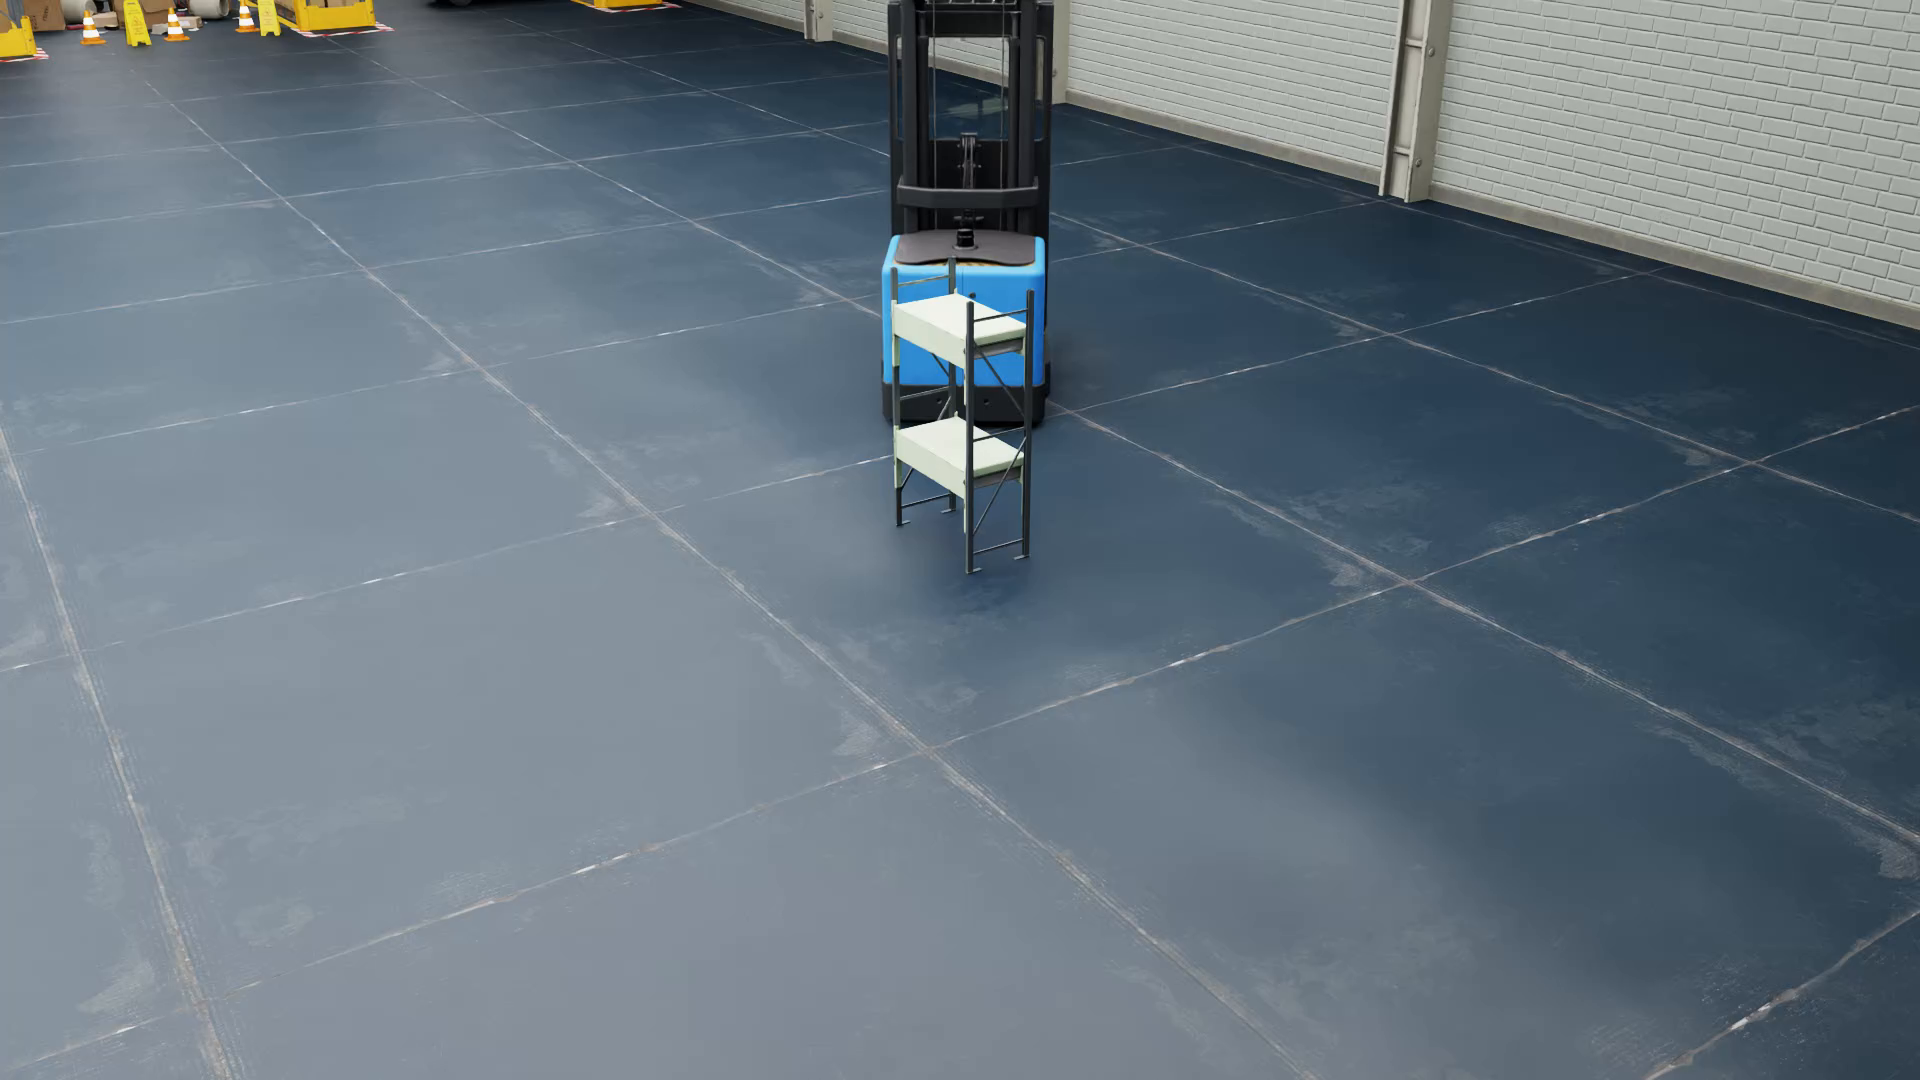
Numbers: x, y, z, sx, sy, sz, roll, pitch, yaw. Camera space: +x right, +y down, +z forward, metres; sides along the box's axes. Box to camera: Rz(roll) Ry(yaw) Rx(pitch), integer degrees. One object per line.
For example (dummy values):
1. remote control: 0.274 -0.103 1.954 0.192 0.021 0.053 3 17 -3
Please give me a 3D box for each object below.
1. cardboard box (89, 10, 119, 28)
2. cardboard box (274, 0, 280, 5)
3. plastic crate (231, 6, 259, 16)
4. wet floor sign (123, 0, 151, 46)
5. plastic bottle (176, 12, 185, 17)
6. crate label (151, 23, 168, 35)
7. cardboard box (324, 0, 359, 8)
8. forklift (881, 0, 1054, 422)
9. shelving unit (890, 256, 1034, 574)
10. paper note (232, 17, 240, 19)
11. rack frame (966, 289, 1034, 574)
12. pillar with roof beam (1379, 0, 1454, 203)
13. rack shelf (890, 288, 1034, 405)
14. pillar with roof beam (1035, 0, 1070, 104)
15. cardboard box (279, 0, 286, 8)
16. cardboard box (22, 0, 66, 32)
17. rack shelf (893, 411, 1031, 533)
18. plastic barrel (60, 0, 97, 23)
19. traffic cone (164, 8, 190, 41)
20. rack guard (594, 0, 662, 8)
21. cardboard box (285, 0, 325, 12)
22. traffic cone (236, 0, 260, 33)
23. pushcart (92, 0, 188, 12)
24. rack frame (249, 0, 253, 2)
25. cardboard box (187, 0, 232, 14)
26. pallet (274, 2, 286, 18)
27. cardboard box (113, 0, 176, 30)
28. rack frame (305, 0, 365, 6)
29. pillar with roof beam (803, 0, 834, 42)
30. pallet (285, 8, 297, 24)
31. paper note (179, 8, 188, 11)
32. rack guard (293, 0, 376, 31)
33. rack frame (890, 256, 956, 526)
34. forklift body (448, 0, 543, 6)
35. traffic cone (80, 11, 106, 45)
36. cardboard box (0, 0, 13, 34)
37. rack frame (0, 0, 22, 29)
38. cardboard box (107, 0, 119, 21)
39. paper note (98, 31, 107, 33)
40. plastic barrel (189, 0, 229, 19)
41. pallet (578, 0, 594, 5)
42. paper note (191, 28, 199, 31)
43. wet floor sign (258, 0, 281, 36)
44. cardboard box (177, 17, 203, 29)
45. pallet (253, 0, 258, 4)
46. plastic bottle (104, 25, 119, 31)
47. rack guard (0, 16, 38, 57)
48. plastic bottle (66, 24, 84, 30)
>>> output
1. cardboard box: -13.761 -8.394 26.719 0.396 0.266 0.258 -10 27 -21
2. cardboard box: -11.200 -9.120 27.785 0.500 0.250 0.500 -17 30 -31
3. plastic crate: -11.980 -8.932 28.078 0.583 0.080 0.402 18 31 33
4. wet floor sign: -12.384 -7.771 24.956 0.267 0.644 0.232 -22 33 -38
5. plastic bottle: -13.017 -8.778 27.773 0.133 0.061 0.283 -10 27 -21
6. crate label: -12.508 -8.020 26.078 0.298 0.136 0.250 12 28 24
7. cardboard box: -10.175 -8.874 27.263 0.500 0.250 0.500 -16 30 -30
8. forklift: 0.080 -2.672 11.477 1.130 2.935 3.031 1 25 2
9. shelving unit: 0.004 -0.676 8.925 0.431 1.500 0.755 -16 29 -30
10. paper note: -11.960 -8.651 27.539 0.148 0.019 0.142 18 31 33
11. rack frame: 0.203 -0.545 8.647 0.400 1.500 0.023 -16 29 -30
12. pillar with roof beam: 0.784 -6.463 12.400 9.100 9.000 0.400 -16 29 -30
13. rack shelf: 0.004 -1.029 8.758 0.431 0.370 0.720 -16 29 -30
14. pillar with roof beam: -2.491 -8.609 16.946 9.100 9.000 0.400 -16 29 -30
15. cardboard box: -10.910 -8.935 27.391 0.500 0.250 0.500 -15 29 -29
16. cardboard box: -14.535 -8.370 26.392 0.500 0.500 0.500 -10 27 -21
17. rack shelf: 0.004 -0.381 9.064 0.431 0.370 0.720 -16 29 -30
18. plastic barrel: -14.338 -8.602 26.976 0.512 0.421 0.421 3 25 6
19. traffic cone: -12.027 -7.900 25.443 0.336 0.463 0.334 -16 29 -30
20. rack guard: -5.797 -9.594 28.987 1.175 0.500 0.348 -16 29 -30
21. cardboard box: -10.646 -8.756 27.013 0.500 0.250 0.500 -16 29 -30
22. traffic cone: -11.282 -8.281 26.249 0.336 0.463 0.334 -16 29 -30
23. pushcart: -14.033 -9.270 28.445 0.936 0.377 1.648 18 31 33
24. rack frame: -12.150 -11.005 29.049 1.000 3.000 0.127 -16 29 -30
25. cardboard box: -12.705 -9.176 28.098 0.500 0.500 0.500 3 25 6
26. pallet: -11.084 -9.075 28.227 1.003 0.211 1.213 -16 29 -30
27. cardboard box: -13.047 -8.484 26.632 0.637 0.503 0.797 7 26 15
28. rack frame: -9.967 -9.575 26.018 1.000 3.000 0.127 -16 29 -30
29. pillar with roof beam: -5.766 -10.755 21.492 9.100 9.000 0.400 -16 29 -30
30. pallet: -10.422 -8.640 27.304 1.003 0.211 1.213 -16 29 -30
31. paper note: -13.290 -9.075 28.439 0.148 0.019 0.142 -16 29 -30
32. rack guard: -10.008 -8.471 26.609 1.175 0.500 0.348 -16 29 -30
33. rack frame: -0.196 -0.807 9.202 0.400 1.500 0.023 -16 29 -30
34. forklift body: -8.374 -10.602 29.189 2.313 2.155 1.214 -16 29 -30
35. traffic cone: -13.159 -7.759 25.143 0.336 0.463 0.334 -16 29 -30
36. cardboard box: -14.484 -7.841 24.343 0.875 0.875 0.875 -15 29 -29
37. rack frame: -14.059 -8.385 23.498 1.000 3.000 0.127 -16 29 -30
38. cardboard box: -13.564 -8.878 27.308 0.797 0.637 0.503 -16 29 -30
39. paper note: -13.470 -7.983 26.127 0.144 0.017 0.142 -6 26 -12
40. plastic barrel: -12.363 -8.795 27.386 0.512 0.421 0.421 3 25 6
41. pallet: -6.262 -9.735 29.625 1.003 0.211 1.213 -16 29 -30
42. paper note: -12.150 -8.106 26.386 0.142 0.019 0.148 18 31 33
43. wet floor sign: -10.759 -8.193 25.849 0.267 0.644 0.232 -6 26 -12
44. cardboard box: -12.374 -8.283 26.622 0.380 0.149 0.250 -1 25 -3
45. pallet: -11.754 -9.512 29.153 1.003 0.211 1.213 -16 29 -30
46. plastic bottle: -13.500 -8.146 26.434 0.283 0.061 0.133 18 31 33
47. rack guard: -14.046 -7.246 24.013 1.175 0.500 0.348 -16 29 -30
48. plastic bottle: -14.067 -8.174 26.494 0.133 0.061 0.283 18 31 33
